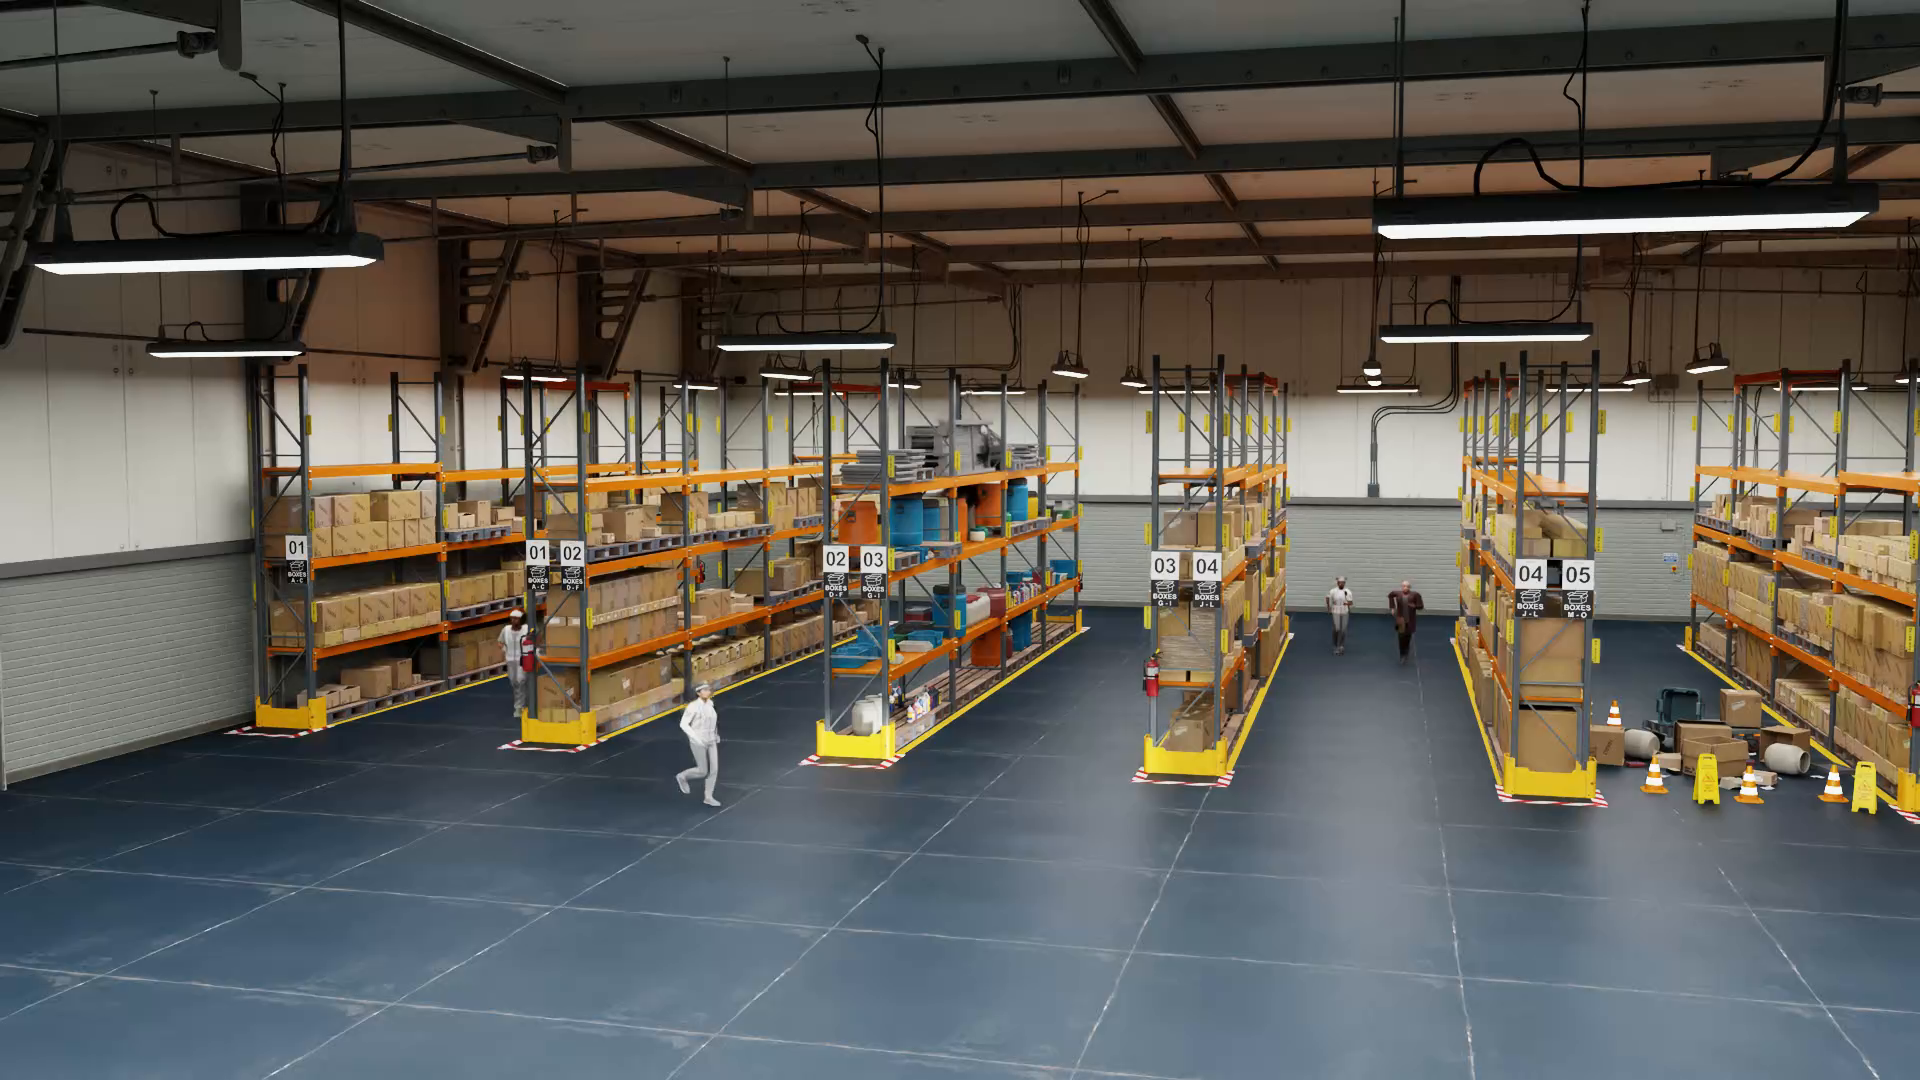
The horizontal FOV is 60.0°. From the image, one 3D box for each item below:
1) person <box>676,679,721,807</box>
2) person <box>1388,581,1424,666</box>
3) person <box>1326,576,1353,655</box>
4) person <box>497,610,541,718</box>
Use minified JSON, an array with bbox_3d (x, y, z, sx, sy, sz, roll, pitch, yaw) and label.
[{"bbox_3d":[-3.431,2.666,22.000,0.710,1.674,0.636,3,5,37],"label":"person"},{"bbox_3d":[9.370,1.737,34.982,0.697,1.772,1.031,1,4,10],"label":"person"},{"bbox_3d":[8.337,1.649,36.482,0.543,1.742,0.709,0,4,3],"label":"person"},{"bbox_3d":[-7.660,2.123,28.820,0.704,1.837,0.801,0,4,4],"label":"person"}]
